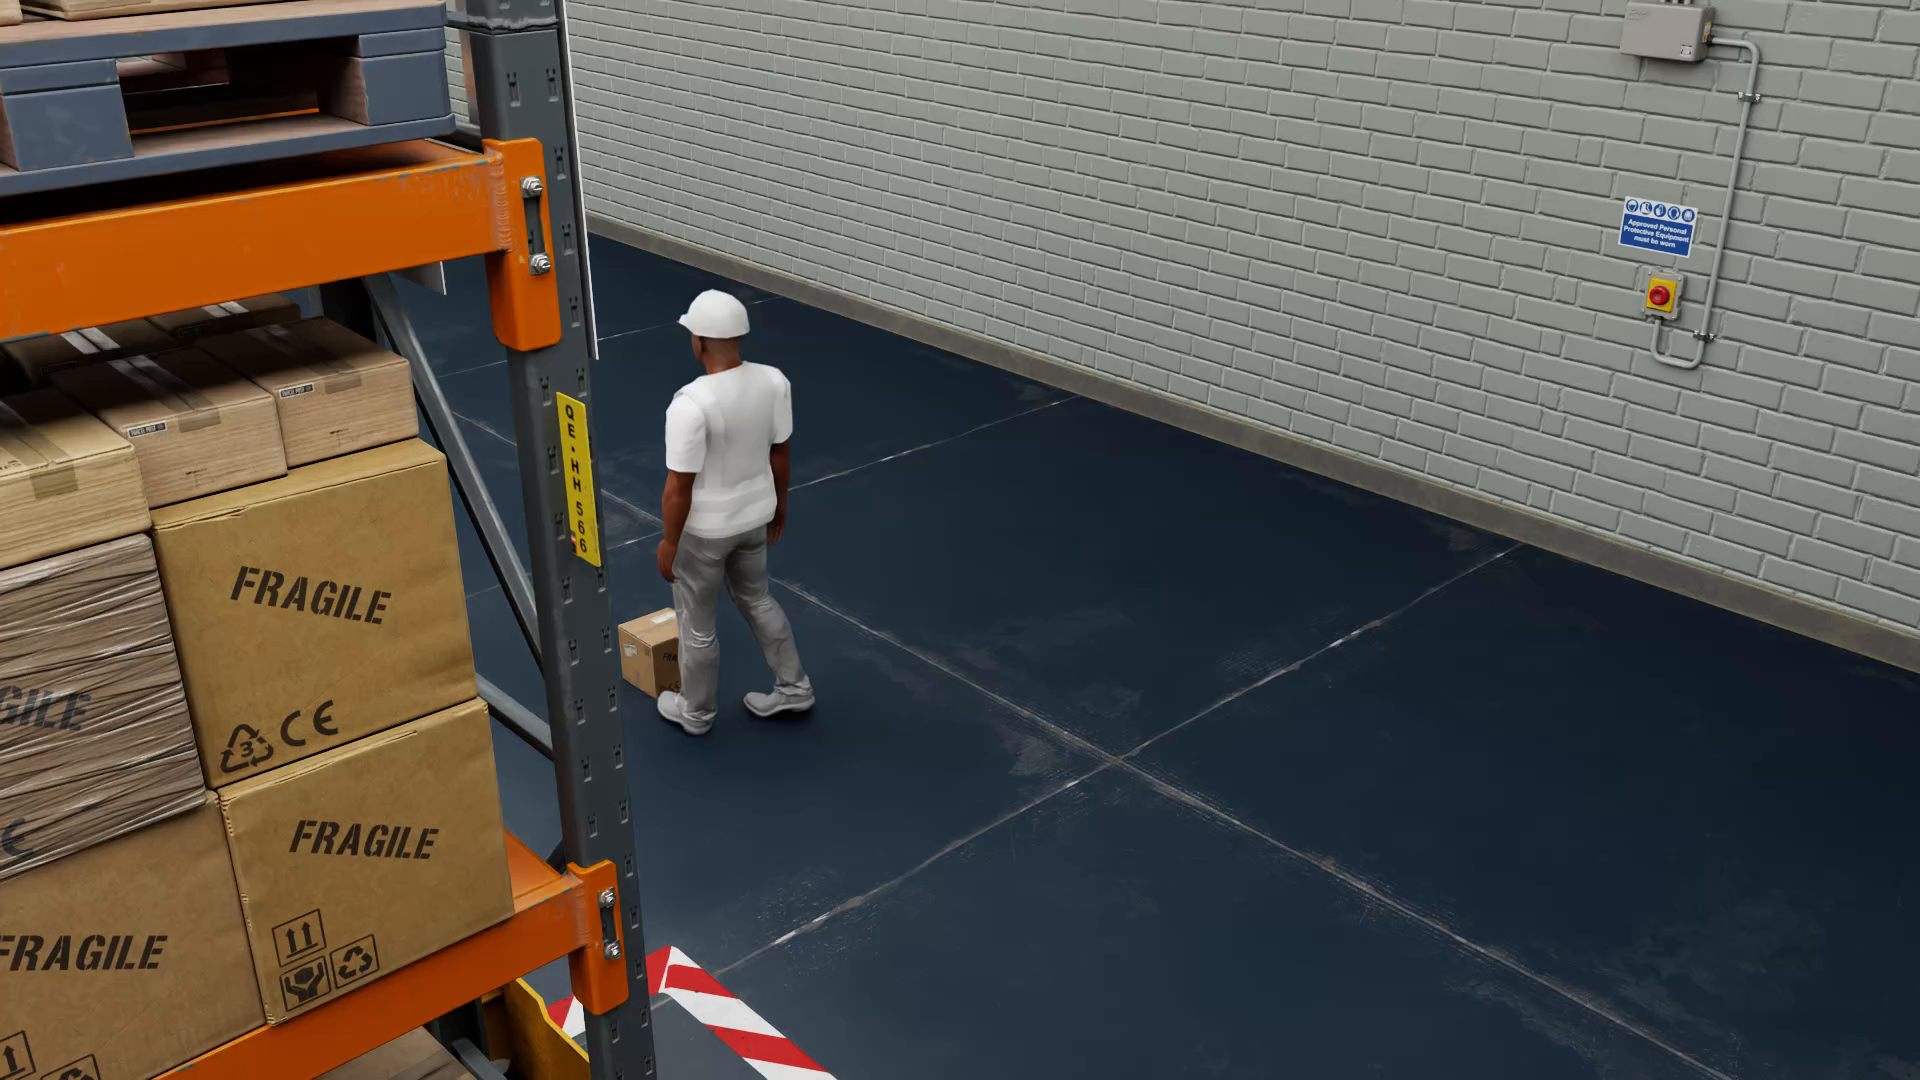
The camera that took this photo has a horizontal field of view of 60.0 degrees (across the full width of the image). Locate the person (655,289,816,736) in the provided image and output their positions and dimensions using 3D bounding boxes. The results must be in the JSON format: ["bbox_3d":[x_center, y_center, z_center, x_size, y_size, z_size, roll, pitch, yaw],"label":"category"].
[{"bbox_3d":[-0.930,-0.092,6.272,0.547,1.767,0.587,20,31,37],"label":"person"}]
